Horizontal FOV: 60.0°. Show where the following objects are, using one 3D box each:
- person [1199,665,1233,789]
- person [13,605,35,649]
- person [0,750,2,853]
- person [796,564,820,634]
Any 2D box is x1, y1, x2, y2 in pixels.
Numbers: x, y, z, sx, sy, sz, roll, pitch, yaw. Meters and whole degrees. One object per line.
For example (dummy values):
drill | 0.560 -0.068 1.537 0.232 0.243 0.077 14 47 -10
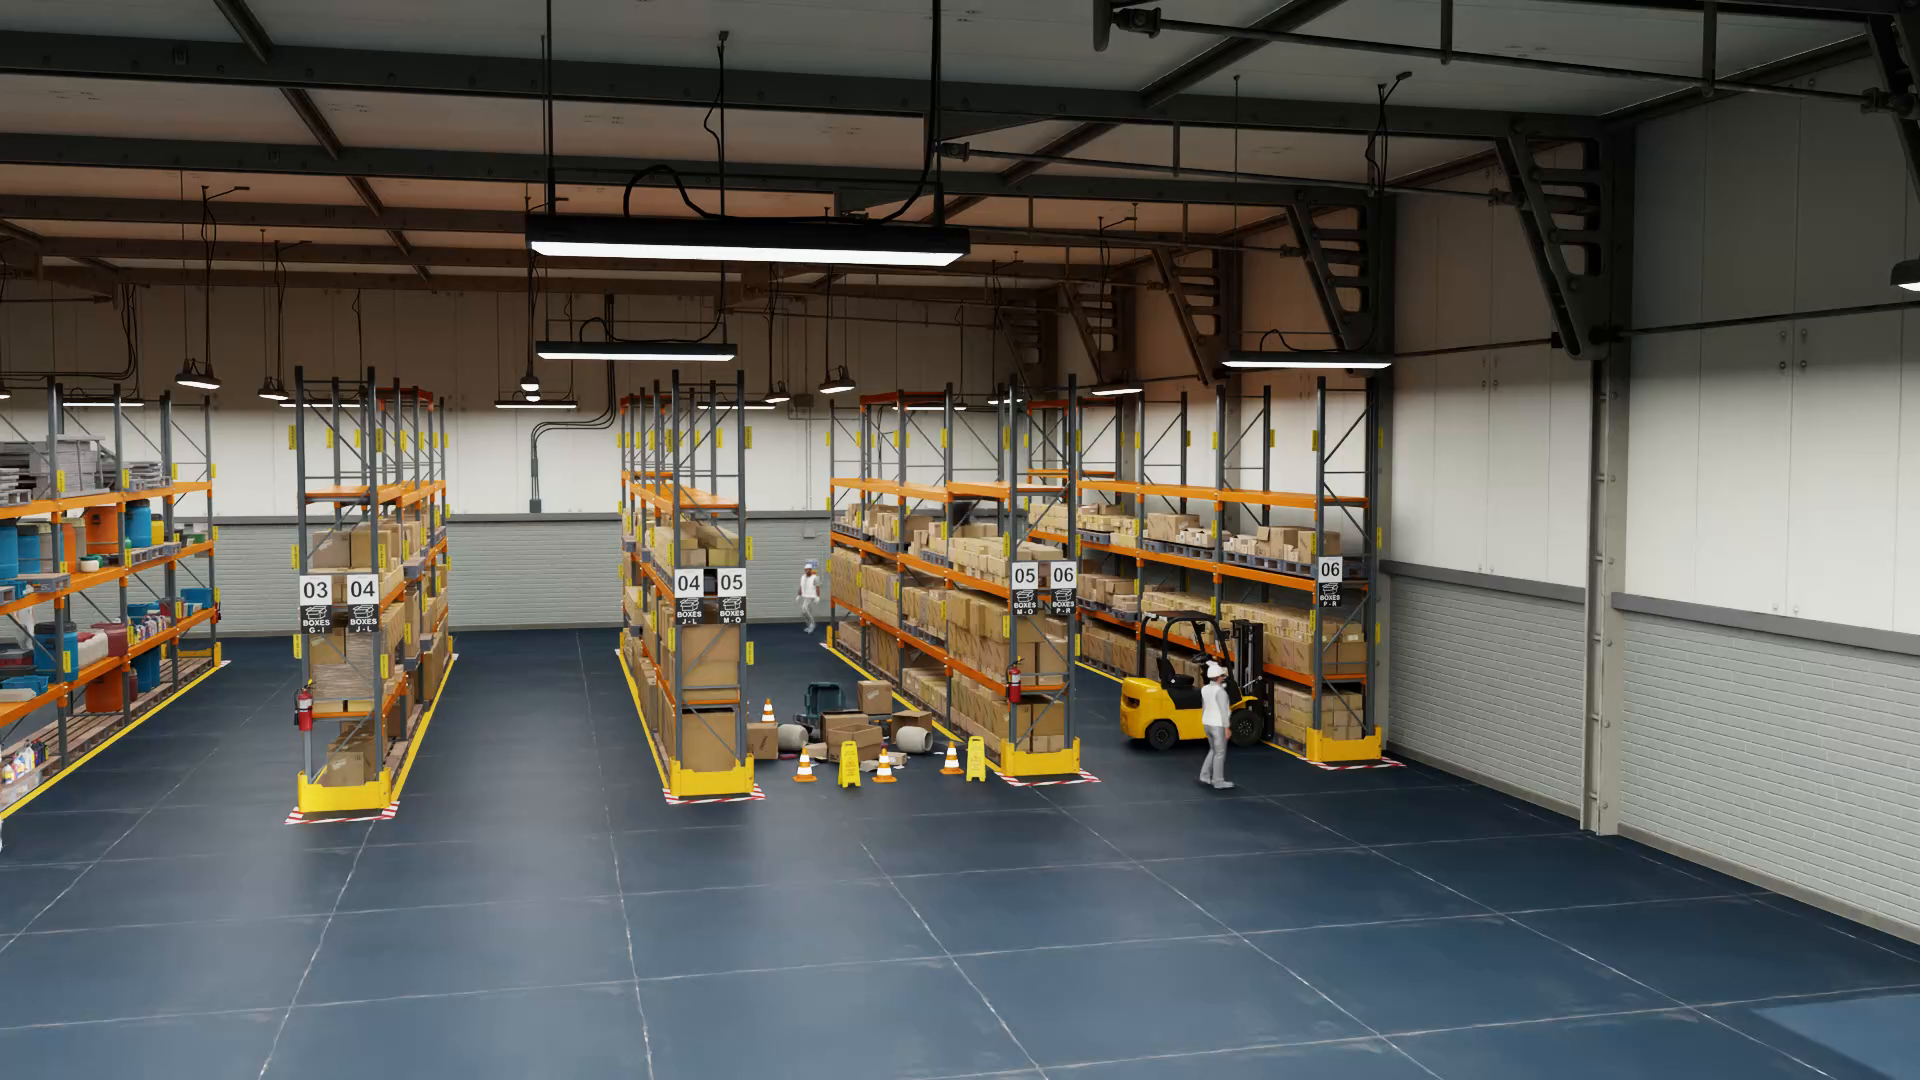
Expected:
person | 3.736 2.696 23.998 0.396 1.802 0.589 -1 4 -23
person | -21.319 1.928 37.878 0.424 1.627 0.985 -2 4 -26
person | -11.787 2.966 20.047 0.503 1.703 0.375 0 3 -1
person | -3.972 1.520 43.277 0.555 1.801 0.493 -2 4 -34
